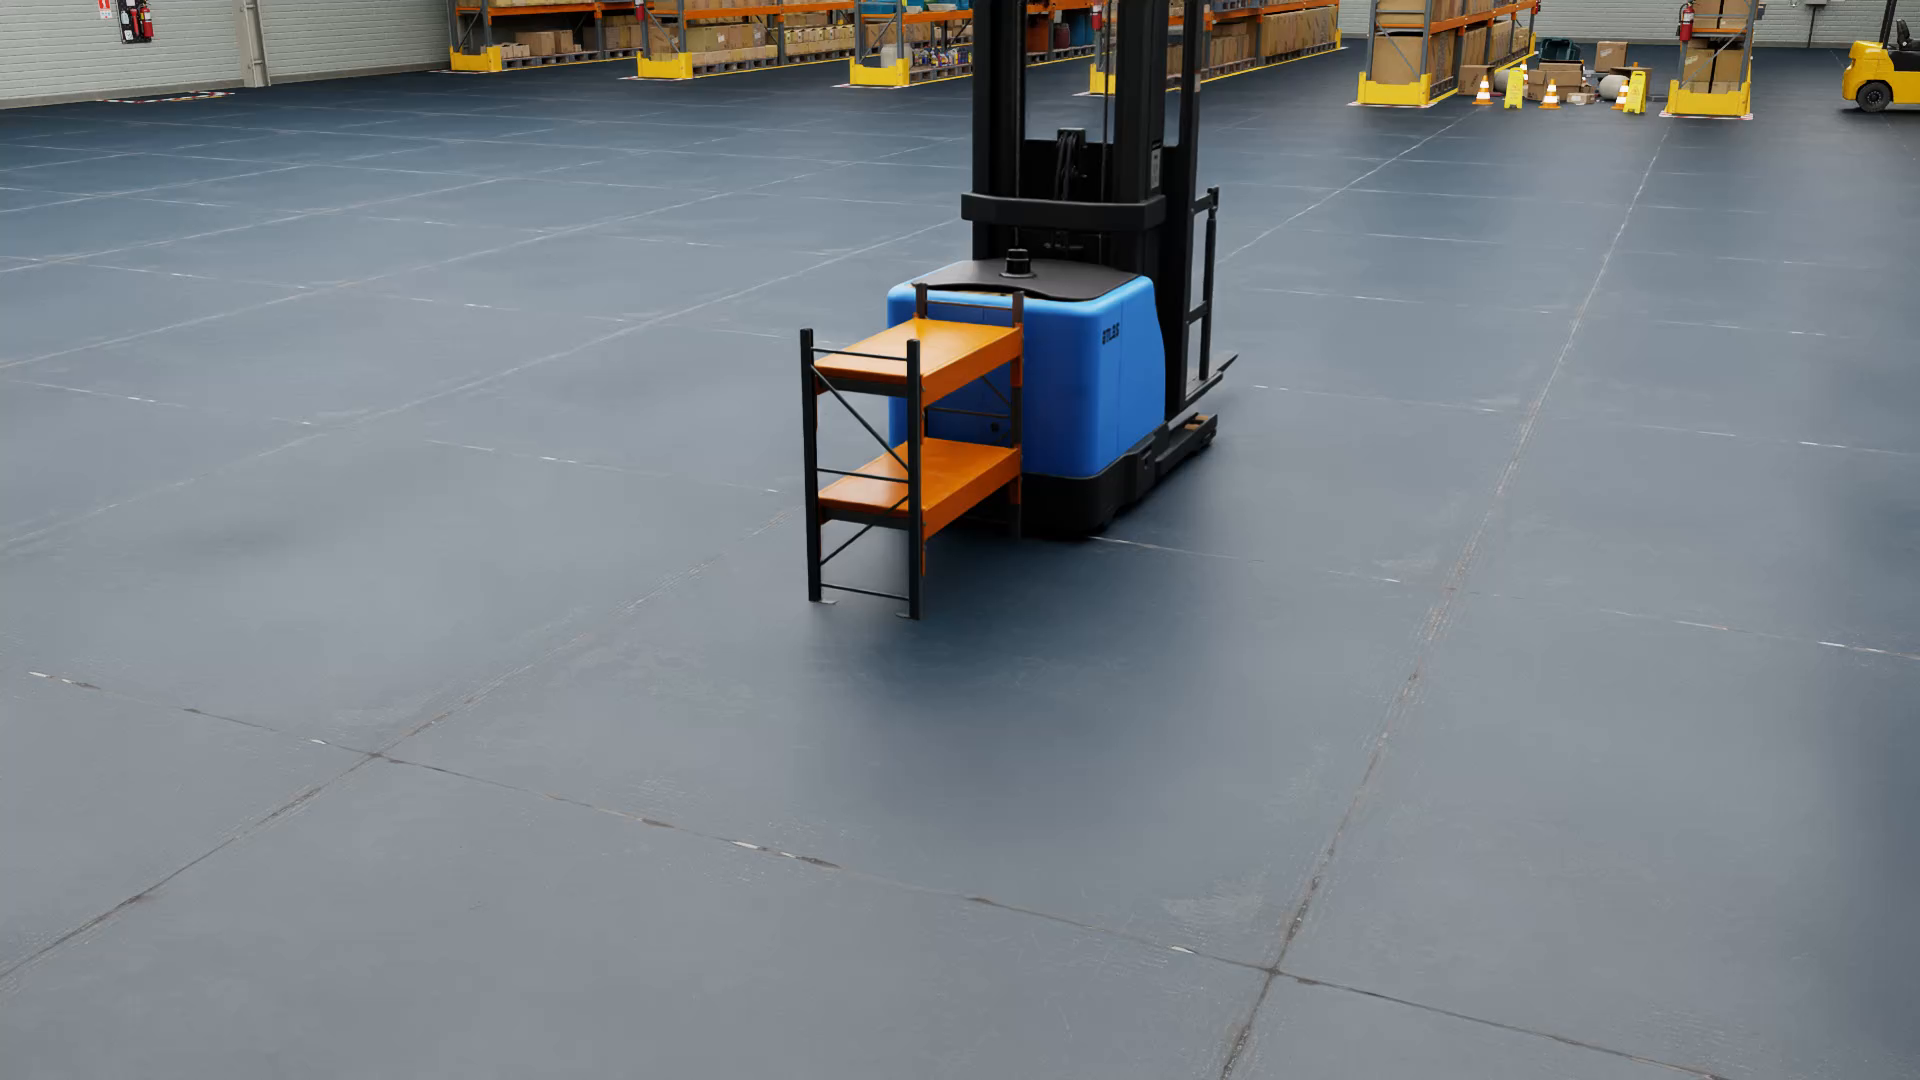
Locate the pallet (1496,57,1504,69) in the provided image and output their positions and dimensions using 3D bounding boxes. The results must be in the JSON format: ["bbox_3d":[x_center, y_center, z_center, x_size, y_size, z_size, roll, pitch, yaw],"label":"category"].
[{"bbox_3d":[11.538,-10.661,37.130,1.003,0.211,1.213,9,21,23],"label":"pallet"}]

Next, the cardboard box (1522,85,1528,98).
[{"bbox_3d":[10.054,-8.075,29.778,0.396,0.266,0.258,13,23,32],"label":"cardboard box"}]

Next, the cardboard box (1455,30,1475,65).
[{"bbox_3d":[9.648,-9.776,33.211,1.050,0.750,0.750,9,21,23],"label":"cardboard box"}]

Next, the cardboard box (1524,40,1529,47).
[{"bbox_3d":[13.954,-12.382,41.437,0.380,0.149,0.250,9,22,24],"label":"cardboard box"}]

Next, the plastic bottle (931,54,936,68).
[{"bbox_3d":[-0.536,-9.743,33.803,0.097,0.271,0.097,0,20,0],"label":"plastic bottle"}]

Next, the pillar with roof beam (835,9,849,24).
[{"bbox_3d":[0.195,-19.740,49.545,9.100,9.000,0.400,9,21,23],"label":"pillar with roof beam"}]

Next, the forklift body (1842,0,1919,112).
[{"bbox_3d":[15.639,-8.020,26.811,2.313,2.155,1.214,9,21,23],"label":"forklift body"}]

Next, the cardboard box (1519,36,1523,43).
[{"bbox_3d":[13.415,-12.121,40.259,0.380,0.149,0.250,9,21,23],"label":"cardboard box"}]

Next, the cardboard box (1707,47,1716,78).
[{"bbox_3d":[12.298,-7.967,27.751,0.500,0.500,0.500,9,22,25],"label":"cardboard box"}]

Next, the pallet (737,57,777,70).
[{"bbox_3d":[-4.806,-10.662,37.134,1.003,0.211,1.213,9,21,23],"label":"pallet"}]

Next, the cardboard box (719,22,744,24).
[{"bbox_3d":[-5.115,-11.216,36.888,0.500,0.500,0.500,9,21,23],"label":"cardboard box"}]

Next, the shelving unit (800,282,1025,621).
[{"bbox_3d":[-0.171,-0.405,6.928,0.538,1.125,1.048,9,21,23],"label":"shelving unit"}]

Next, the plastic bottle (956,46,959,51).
[{"bbox_3d":[-0.057,-10.275,35.181,0.144,0.351,0.185,9,21,23],"label":"plastic bottle"}]

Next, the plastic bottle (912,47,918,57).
[{"bbox_3d":[-0.961,-10.057,34.569,0.144,0.351,0.185,10,22,25],"label":"plastic bottle"}]

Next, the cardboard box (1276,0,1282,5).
[{"bbox_3d":[7.095,-12.549,38.129,0.500,0.500,0.500,8,21,22],"label":"cardboard box"}]

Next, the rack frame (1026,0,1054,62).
[{"bbox_3d":[1.713,-12.755,38.858,1.000,3.000,0.127,9,21,23],"label":"rack frame"}]

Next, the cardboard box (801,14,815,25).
[{"bbox_3d":[-4.654,-15.046,48.403,0.700,0.500,0.500,8,21,21],"label":"cardboard box"}]

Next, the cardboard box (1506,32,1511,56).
[{"bbox_3d":[12.281,-11.346,38.000,0.500,0.500,0.500,8,21,22],"label":"cardboard box"}]

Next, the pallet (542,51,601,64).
[{"bbox_3d":[-9.206,-11.368,39.118,1.003,0.211,1.213,9,21,23],"label":"pallet"}]

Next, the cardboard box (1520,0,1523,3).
[{"bbox_3d":[13.147,-12.838,39.467,0.380,0.149,0.250,9,21,24],"label":"cardboard box"}]

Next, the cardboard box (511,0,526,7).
[{"bbox_3d":[-9.912,-11.874,36.574,0.500,0.250,0.500,8,21,21],"label":"cardboard box"}]

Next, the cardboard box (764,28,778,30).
[{"bbox_3d":[-4.330,-11.703,38.539,0.500,0.311,0.500,9,22,24],"label":"cardboard box"}]

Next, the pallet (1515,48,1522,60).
[{"bbox_3d":[13.095,-11.858,40.496,1.003,0.211,1.213,9,21,23],"label":"pallet"}]

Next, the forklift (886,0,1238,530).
[{"bbox_3d":[0.728,-1.879,8.379,1.130,2.935,3.031,9,21,23],"label":"forklift"}]

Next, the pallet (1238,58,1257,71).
[{"bbox_3d":[5.911,-10.523,36.743,1.003,0.211,1.213,9,21,23],"label":"pallet"}]

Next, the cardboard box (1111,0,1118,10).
[{"bbox_3d":[3.206,-9.982,30.466,0.875,0.500,0.500,9,21,23],"label":"cardboard box"}]

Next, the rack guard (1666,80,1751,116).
[{"bbox_3d":[12.028,-7.116,26.731,1.175,0.500,0.348,9,21,23],"label":"rack guard"}]

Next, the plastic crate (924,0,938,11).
[{"bbox_3d":[-0.738,-11.056,34.397,0.450,0.188,0.662,9,21,23],"label":"plastic crate"}]

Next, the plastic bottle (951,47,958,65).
[{"bbox_3d":[-0.136,-10.098,34.683,0.144,0.351,0.185,8,21,22],"label":"plastic bottle"}]

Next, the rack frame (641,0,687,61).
[{"bbox_3d":[-6.080,-10.990,33.896,1.000,3.000,0.127,9,21,23],"label":"rack frame"}]

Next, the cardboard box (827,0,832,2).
[{"bbox_3d":[-3.275,-12.920,39.697,0.380,0.149,0.250,10,22,27],"label":"cardboard box"}]

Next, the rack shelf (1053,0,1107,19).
[{"bbox_3d":[2.532,-13.028,40.698,1.077,0.370,4.000,9,21,23],"label":"rack shelf"}]

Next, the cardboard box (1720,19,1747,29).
[{"bbox_3d":[12.325,-8.227,26.501,0.380,0.149,0.250,9,21,23],"label":"cardboard box"}]

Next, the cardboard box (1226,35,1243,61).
[{"bbox_3d":[5.761,-10.726,36.227,0.700,0.500,0.500,7,21,18],"label":"cardboard box"}]

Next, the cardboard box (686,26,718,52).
[{"bbox_3d":[-5.454,-10.533,34.966,0.500,0.500,0.500,9,21,23],"label":"cardboard box"}]

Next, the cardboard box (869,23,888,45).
[{"bbox_3d":[-2.148,-12.726,41.851,0.500,0.500,0.500,8,21,21],"label":"cardboard box"}]

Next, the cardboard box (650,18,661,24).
[{"bbox_3d":[-7.863,-13.105,41.795,0.500,0.250,0.500,9,21,24],"label":"cardboard box"}]

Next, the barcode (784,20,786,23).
[{"bbox_3d":[-3.958,-11.716,37.577,0.001,0.075,0.075,9,21,23],"label":"barcode"}]

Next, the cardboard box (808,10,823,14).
[{"bbox_3d":[-4.235,-15.516,48.756,0.380,0.149,0.250,9,22,24],"label":"cardboard box"}]

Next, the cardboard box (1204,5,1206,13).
[{"bbox_3d":[4.663,-10.553,33.042,0.380,0.149,0.250,9,21,23],"label":"cardboard box"}]

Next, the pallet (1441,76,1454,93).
[{"bbox_3d":[8.695,-8.606,31.352,1.003,0.211,1.213,9,21,23],"label":"pallet"}]

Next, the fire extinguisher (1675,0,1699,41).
[{"bbox_3d":[11.530,-8.262,26.339,0.296,0.674,0.183,9,21,23],"label":"fire extinguisher"}]

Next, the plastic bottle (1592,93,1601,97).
[{"bbox_3d":[11.396,-7.971,29.792,0.133,0.061,0.283,13,23,32],"label":"plastic bottle"}]

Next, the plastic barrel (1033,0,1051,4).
[{"bbox_3d":[1.800,-12.636,38.320,0.600,0.536,0.708,9,21,23],"label":"plastic barrel"}]

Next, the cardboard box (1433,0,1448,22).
[{"bbox_3d":[8.100,-9.434,29.295,0.875,0.550,0.550,9,21,23],"label":"cardboard box"}]

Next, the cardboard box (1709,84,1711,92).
[{"bbox_3d":[12.511,-7.775,28.330,0.500,0.250,0.500,8,21,21],"label":"cardboard box"}]

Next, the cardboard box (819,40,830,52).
[{"bbox_3d":[-3.421,-11.675,39.298,0.500,0.250,0.500,9,21,24],"label":"cardboard box"}]

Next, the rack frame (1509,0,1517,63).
[{"bbox_3d":[12.354,-12.587,38.385,1.000,3.000,0.127,9,21,23],"label":"rack frame"}]

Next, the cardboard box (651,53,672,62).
[{"bbox_3d":[-6.130,-10.097,34.861,0.500,0.250,0.500,9,21,23],"label":"cardboard box"}]
